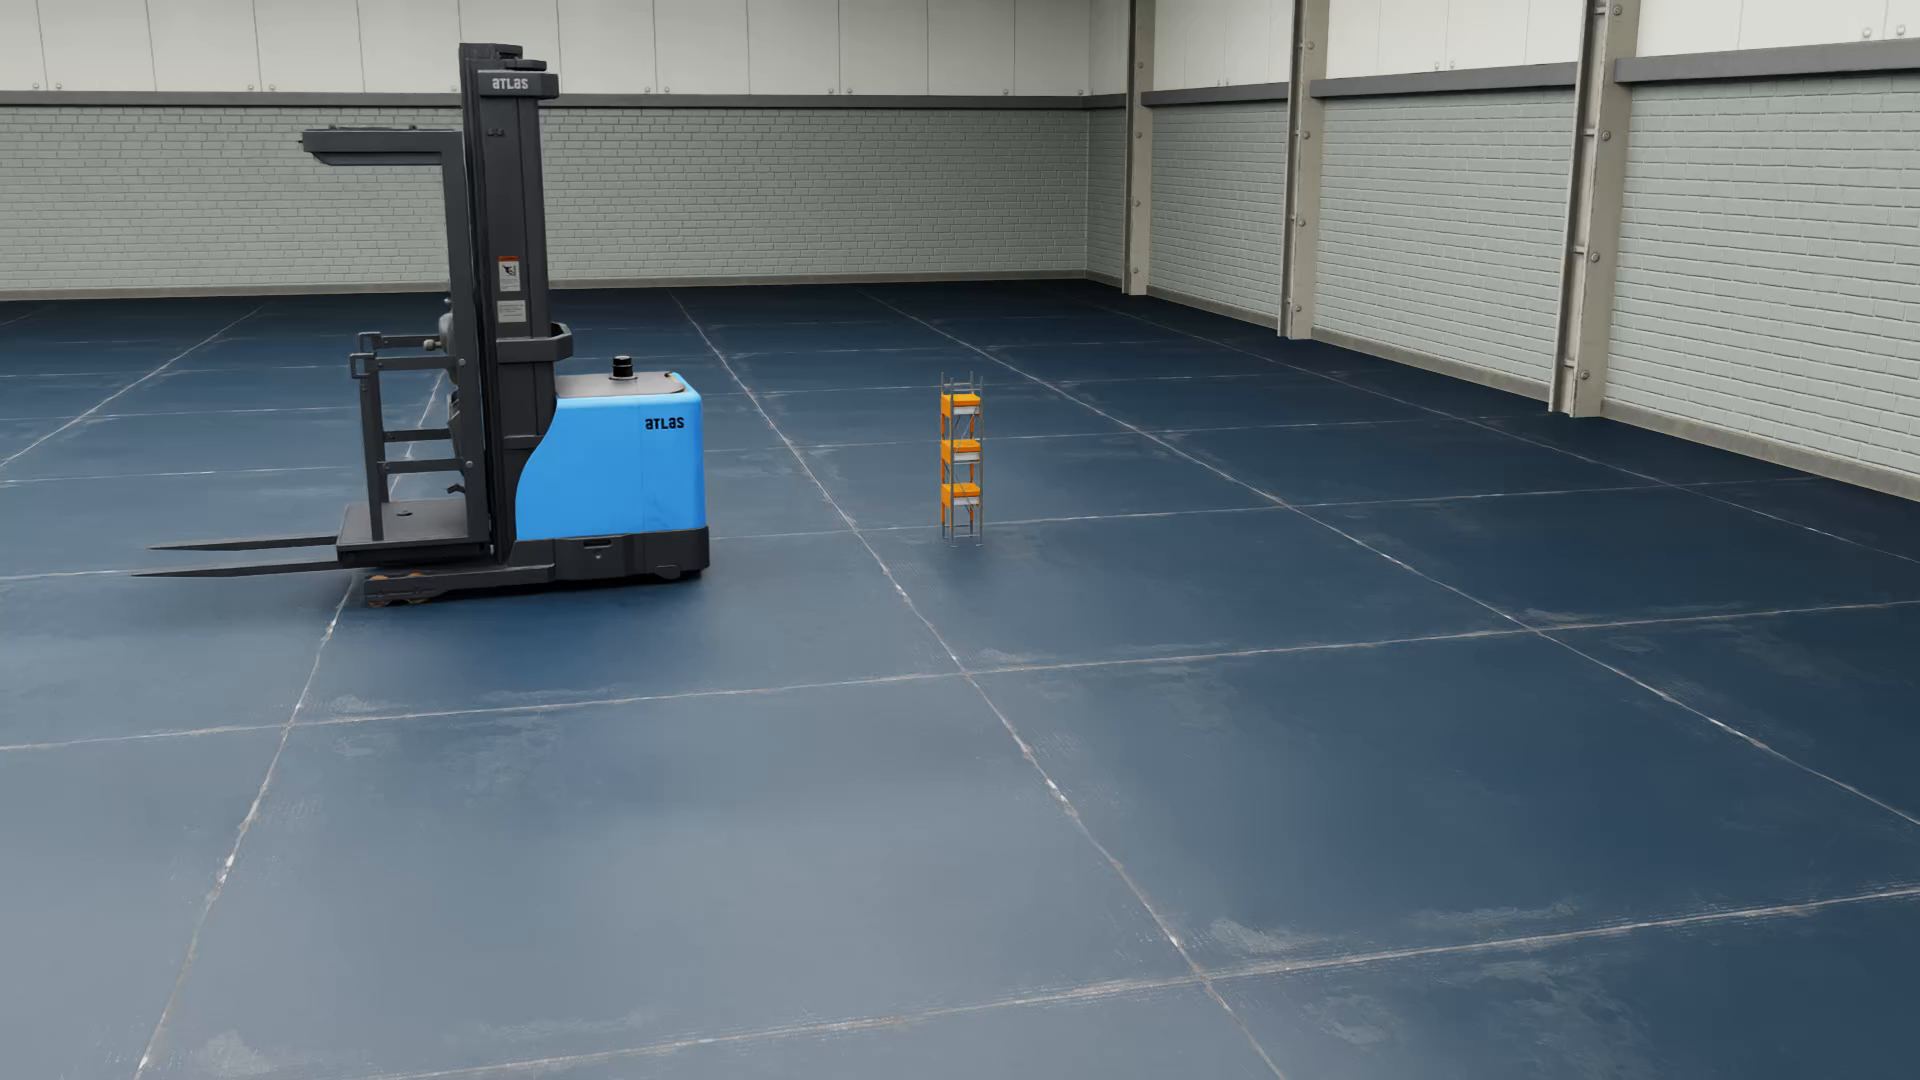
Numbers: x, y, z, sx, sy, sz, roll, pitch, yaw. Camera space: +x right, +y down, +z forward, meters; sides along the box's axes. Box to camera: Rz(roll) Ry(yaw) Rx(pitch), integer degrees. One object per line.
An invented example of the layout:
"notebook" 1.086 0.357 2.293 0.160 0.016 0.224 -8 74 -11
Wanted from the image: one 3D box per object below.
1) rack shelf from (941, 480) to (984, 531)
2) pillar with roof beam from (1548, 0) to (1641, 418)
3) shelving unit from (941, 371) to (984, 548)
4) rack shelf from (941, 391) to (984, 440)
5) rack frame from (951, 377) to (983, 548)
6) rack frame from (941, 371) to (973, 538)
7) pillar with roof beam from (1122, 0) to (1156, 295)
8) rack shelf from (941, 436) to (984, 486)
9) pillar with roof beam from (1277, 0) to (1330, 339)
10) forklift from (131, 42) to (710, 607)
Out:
"rack shelf" 0.013 -0.217 10.320 0.215 0.259 0.240 -3 14 -13
"pillar with roof beam" 1.420 -5.285 13.098 9.100 9.000 0.400 -3 14 -13
"shelving unit" 0.013 -0.498 10.252 0.215 1.050 0.252 -3 14 -13
"rack shelf" 0.013 -0.763 10.187 0.215 0.259 0.240 -3 14 -13
"rack frame" 0.041 -0.470 10.137 0.200 1.050 0.008 -3 14 -13
"rack frame" -0.016 -0.526 10.367 0.200 1.050 0.008 -3 14 -13
"pillar with roof beam" -1.398 -8.053 24.429 9.100 9.000 0.400 -3 14 -13
"rack shelf" 0.013 -0.487 10.254 0.215 0.259 0.240 -3 14 -13
"pillar with roof beam" 0.011 -6.669 18.764 9.100 9.000 0.400 -3 14 -13
"forklift" -3.008 -1.204 9.181 3.031 2.935 1.130 -4 14 -16
